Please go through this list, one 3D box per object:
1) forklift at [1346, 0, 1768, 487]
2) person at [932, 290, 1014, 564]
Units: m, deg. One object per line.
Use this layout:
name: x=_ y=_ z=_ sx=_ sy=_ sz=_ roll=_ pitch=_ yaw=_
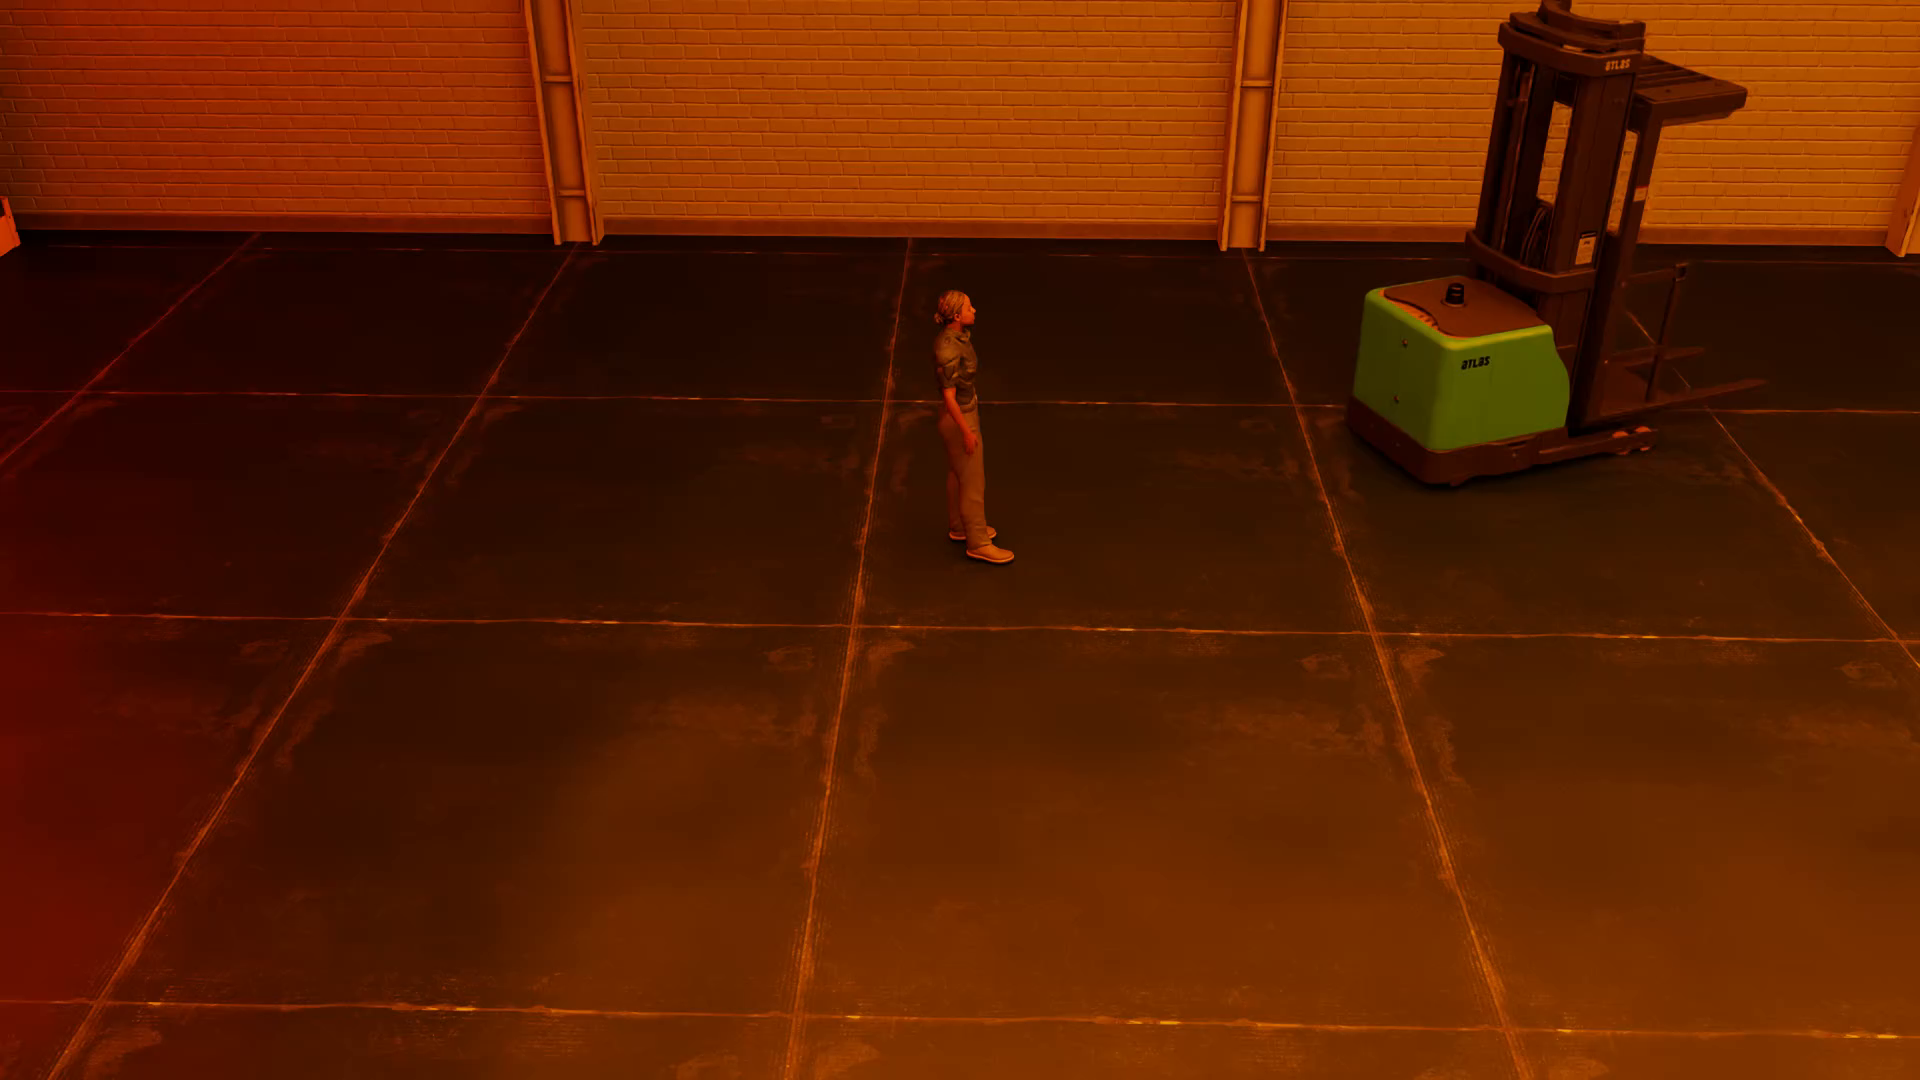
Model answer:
forklift: x=4.297 y=-2.083 z=11.147 sx=3.031 sy=2.935 sz=1.130 roll=-11 pitch=32 yaw=-18
person: x=0.087 y=-0.708 z=10.057 sx=0.503 sy=1.656 sz=0.569 roll=1 pitch=31 yaw=1
